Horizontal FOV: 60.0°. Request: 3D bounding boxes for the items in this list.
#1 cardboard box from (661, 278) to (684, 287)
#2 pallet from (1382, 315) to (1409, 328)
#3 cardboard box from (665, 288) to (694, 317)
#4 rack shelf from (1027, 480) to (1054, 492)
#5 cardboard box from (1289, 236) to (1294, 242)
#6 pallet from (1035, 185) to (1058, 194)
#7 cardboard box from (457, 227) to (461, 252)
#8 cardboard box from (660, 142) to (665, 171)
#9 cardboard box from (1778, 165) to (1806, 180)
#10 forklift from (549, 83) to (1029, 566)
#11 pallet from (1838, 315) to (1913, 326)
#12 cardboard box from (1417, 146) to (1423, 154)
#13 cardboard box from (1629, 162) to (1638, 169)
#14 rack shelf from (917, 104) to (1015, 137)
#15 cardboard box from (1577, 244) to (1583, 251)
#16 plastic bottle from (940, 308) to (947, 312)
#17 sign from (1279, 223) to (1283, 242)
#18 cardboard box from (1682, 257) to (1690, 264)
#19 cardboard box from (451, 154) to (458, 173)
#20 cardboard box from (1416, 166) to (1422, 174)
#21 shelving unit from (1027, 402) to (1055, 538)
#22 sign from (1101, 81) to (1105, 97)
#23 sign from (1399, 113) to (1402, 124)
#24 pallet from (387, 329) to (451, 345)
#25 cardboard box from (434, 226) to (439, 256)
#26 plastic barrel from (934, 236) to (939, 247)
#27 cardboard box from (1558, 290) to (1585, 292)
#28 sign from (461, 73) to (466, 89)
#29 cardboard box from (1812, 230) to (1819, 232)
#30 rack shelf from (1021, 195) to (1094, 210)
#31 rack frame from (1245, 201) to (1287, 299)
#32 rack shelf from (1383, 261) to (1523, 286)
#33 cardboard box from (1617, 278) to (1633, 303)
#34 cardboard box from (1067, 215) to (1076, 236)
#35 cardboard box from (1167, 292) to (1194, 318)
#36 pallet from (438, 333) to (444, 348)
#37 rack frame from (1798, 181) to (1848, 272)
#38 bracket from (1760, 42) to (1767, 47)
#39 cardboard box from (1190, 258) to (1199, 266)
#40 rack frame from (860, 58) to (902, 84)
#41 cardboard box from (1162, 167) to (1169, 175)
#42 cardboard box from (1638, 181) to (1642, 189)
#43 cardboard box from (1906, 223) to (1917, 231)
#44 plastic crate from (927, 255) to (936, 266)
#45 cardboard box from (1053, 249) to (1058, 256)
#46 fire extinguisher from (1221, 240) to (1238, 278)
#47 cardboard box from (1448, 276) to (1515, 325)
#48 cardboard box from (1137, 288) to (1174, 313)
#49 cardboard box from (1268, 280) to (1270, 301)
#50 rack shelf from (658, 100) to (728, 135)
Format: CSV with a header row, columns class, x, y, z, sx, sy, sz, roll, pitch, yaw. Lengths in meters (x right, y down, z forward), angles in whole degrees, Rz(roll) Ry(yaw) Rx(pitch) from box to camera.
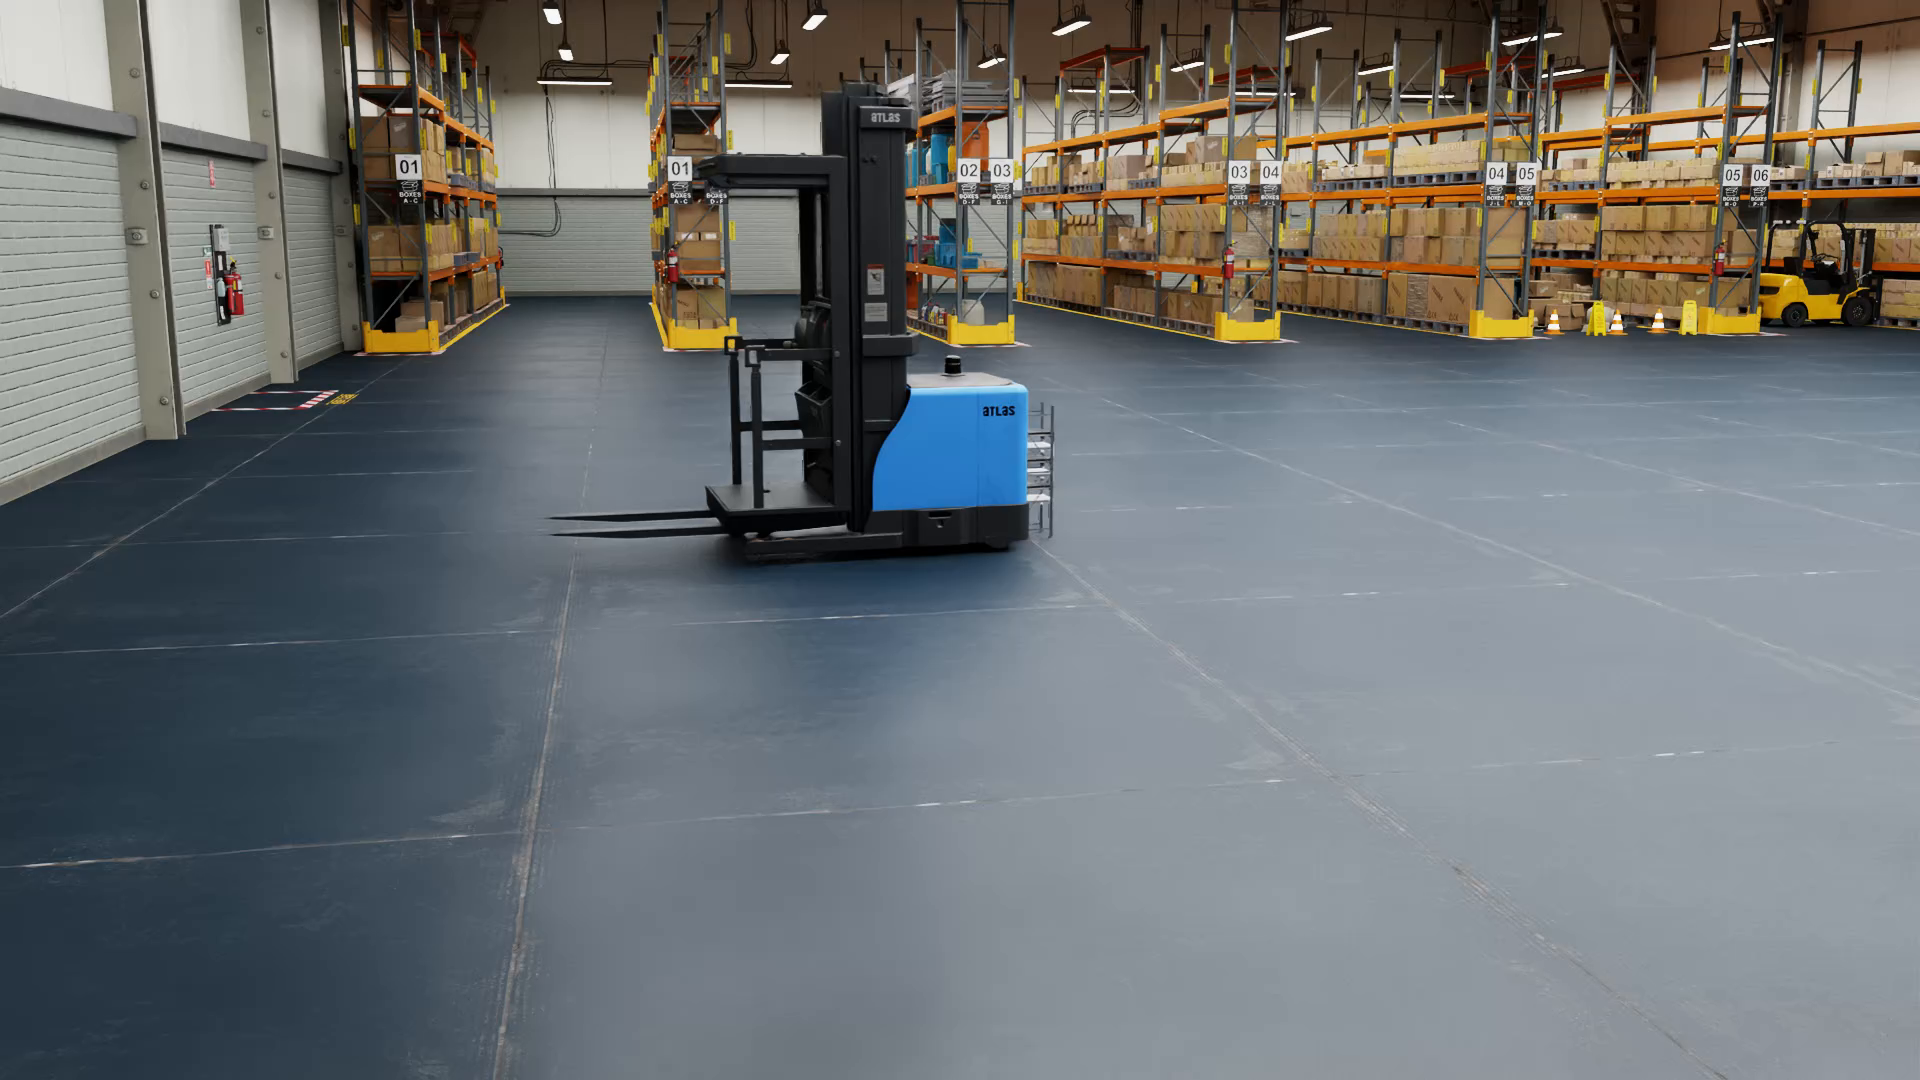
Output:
class,x,y,z,sx,sy,sz,roll,pitch,yaw
cardboard box,-6.411,-5.783,37.060,0.500,0.250,0.500,-2,11,-9
pallet,9.469,-4.529,34.426,1.003,0.211,1.213,-2,11,-11
cardboard box,-5.032,-4.280,29.887,0.500,0.500,0.500,-2,11,-11
rack shelf,0.483,-0.348,11.276,0.258,0.077,0.200,-3,11,-16
cardboard box,8.023,-7.127,39.370,0.380,0.149,0.250,-2,11,-9
pallet,2.574,-9.150,43.463,1.003,0.211,1.213,-2,11,-11
cardboard box,-10.605,-6.150,34.043,0.700,0.500,0.500,-3,11,-16
cardboard box,-5.366,-7.215,31.296,0.500,0.500,0.500,-1,11,-6
cardboard box,18.722,-8.230,37.238,0.500,0.311,0.500,-2,11,-13
forklift,-1.123,-1.389,10.654,3.031,2.935,1.130,-3,11,-15
pallet,19.456,-4.679,35.216,1.003,0.211,1.213,-2,11,-11
cardboard box,9.335,-7.772,33.135,0.380,0.149,0.250,-2,11,-10
cardboard box,14.121,-7.767,34.499,0.380,0.149,0.250,-2,11,-11
rack shelf,0.043,-7.729,30.733,1.077,0.370,4.000,-2,11,-11
cardboard box,13.828,-6.456,36.641,0.380,0.149,0.250,-2,11,-13
plastic bottle,-0.336,-4.311,31.934,0.152,0.276,0.135,-2,11,-11
sign,5.823,-5.591,30.231,0.100,0.325,0.005,-2,11,-11
cardboard box,14.542,-5.534,32.919,0.380,0.149,0.250,-2,11,-12
cardboard box,-10.991,-7.896,35.194,0.700,0.500,0.500,-3,11,-15
cardboard box,9.335,-7.381,33.211,0.380,0.149,0.250,-2,11,-12
shelving unit,0.483,-0.469,11.253,0.258,0.900,0.210,-3,11,-16
sign,3.191,-10.076,37.144,0.100,0.325,0.005,-2,11,-11
sign,12.434,-11.902,46.954,0.100,0.325,0.005,-2,11,-11
pallet,-9.658,-3.623,29.666,1.003,0.211,1.213,-2,11,-11
cardboard box,-9.170,-5.099,28.307,0.500,0.500,0.500,-2,11,-11
plastic barrel,-0.317,-5.949,34.067,0.433,0.535,0.433,0,11,0
cardboard box,13.849,-5.510,38.029,0.950,0.372,0.625,-2,11,-9
sign,-10.311,-9.539,34.535,0.100,0.325,0.005,-2,11,-11
cardboard box,18.905,-6.720,36.481,0.380,0.149,0.250,-2,11,-12
rack shelf,2.568,-8.833,43.485,1.077,0.370,4.000,-2,11,-11
rack frame,7.841,-7.508,42.622,1.000,3.000,0.127,-2,11,-11
rack shelf,9.786,-5.321,33.053,1.077,0.370,4.000,-2,11,-11
cardboard box,14.199,-5.248,34.970,0.500,0.500,0.500,-2,11,-9
cardboard box,3.089,-7.771,41.054,0.797,0.503,0.637,-2,11,-12
cardboard box,4.551,-4.783,33.864,0.500,0.500,0.500,-2,11,-13
pallet,-9.424,-3.399,28.493,1.003,0.211,1.213,-2,11,-11
rack frame,19.101,-6.421,36.908,1.000,3.000,0.127,-2,11,-11
bracket,19.032,-11.727,39.113,0.235,0.232,0.430,-2,11,-11
cardboard box,4.638,-5.338,31.892,0.380,0.149,0.250,-2,11,-11
rack frame,-1.902,-10.113,40.264,1.000,3.000,0.127,-2,11,-11
cardboard box,4.273,-7.404,33.387,0.380,0.149,0.250,-2,11,-13
cardboard box,14.257,-7.335,34.363,0.380,0.149,0.250,-2,11,-13
cardboard box,19.447,-6.350,33.739,0.380,0.149,0.250,-2,11,-10
plastic crate,-0.359,-5.336,31.774,0.450,0.188,0.662,-2,11,-11
cardboard box,2.576,-7.267,42.026,0.380,0.149,0.250,-2,11,-11
fire extinguisher,4.861,-5.070,30.017,0.296,0.674,0.183,-2,11,-11
cardboard box,9.979,-4.592,31.859,0.875,0.875,0.875,-2,11,-11
cardboard box,4.231,-5.171,35.853,0.700,0.500,0.500,-3,11,-16
cardboard box,7.945,-6.149,41.042,0.500,0.500,0.500,-2,11,-10
rack shelf,-4.816,-7.550,29.790,1.077,0.370,4.000,-2,11,-11
